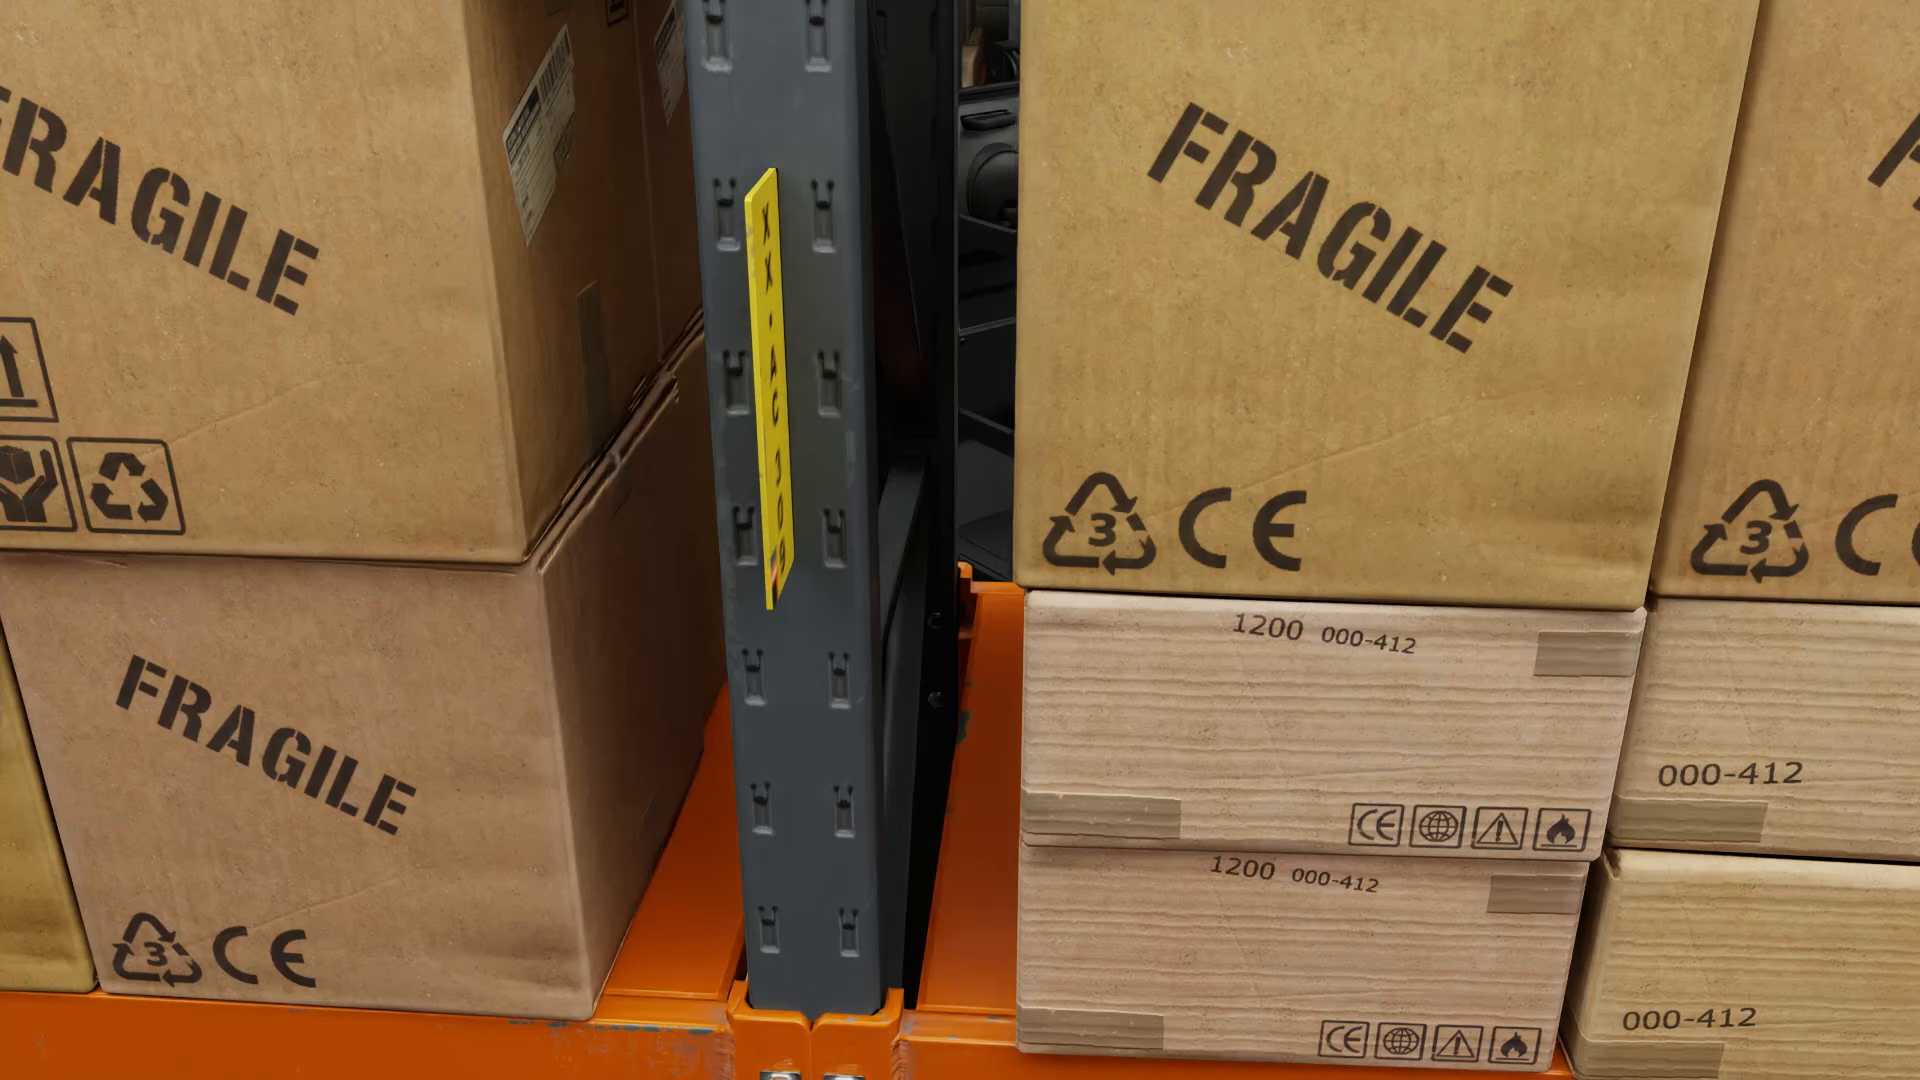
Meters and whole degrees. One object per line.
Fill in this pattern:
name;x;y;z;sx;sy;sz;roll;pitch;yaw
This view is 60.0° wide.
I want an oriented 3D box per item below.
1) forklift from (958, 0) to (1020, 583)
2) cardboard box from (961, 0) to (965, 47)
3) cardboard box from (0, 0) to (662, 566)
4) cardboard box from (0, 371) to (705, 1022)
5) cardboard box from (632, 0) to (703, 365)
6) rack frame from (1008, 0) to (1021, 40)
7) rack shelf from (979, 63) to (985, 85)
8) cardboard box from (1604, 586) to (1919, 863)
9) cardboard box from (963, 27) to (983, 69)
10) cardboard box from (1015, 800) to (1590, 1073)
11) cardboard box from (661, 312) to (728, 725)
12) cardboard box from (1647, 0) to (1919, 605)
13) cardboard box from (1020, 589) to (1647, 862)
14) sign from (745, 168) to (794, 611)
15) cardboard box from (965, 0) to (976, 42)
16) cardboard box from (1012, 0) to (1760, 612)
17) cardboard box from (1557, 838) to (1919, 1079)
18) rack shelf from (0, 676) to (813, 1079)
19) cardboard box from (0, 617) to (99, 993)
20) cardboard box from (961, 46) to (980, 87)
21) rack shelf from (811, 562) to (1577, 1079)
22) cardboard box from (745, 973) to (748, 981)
forklift;0.440;-1.085;4.602;1.130;2.935;3.031;-18;30;-34
cardboard box;-0.254;-1.965;6.255;0.500;0.250;0.500;2;25;5
cardboard box;-0.595;-0.314;1.528;0.500;0.500;0.500;2;25;4
cardboard box;-0.585;0.132;1.755;0.500;0.500;0.500;2;25;4
cardboard box;-0.560;-0.530;1.997;0.500;0.500;0.500;2;25;4
rack frame;0.273;-1.983;6.471;0.127;3.000;1.000;2;25;4
rack shelf;-1.721;-1.720;6.760;4.000;0.370;1.077;2;25;4
cardboard box;0.836;0.064;1.605;0.500;0.250;0.500;2;25;5
cardboard box;-0.042;-1.994;6.795;0.250;0.149;0.380;2;25;4
cardboard box;0.315;0.278;1.736;0.500;0.250;0.500;1;25;3
cardboard box;-0.551;-0.084;2.224;0.500;0.500;0.500;3;25;6
cardboard box;0.823;-0.275;1.444;0.500;0.500;0.500;2;25;4
cardboard box;0.314;0.059;1.616;0.500;0.250;0.500;1;25;2
sign;-0.144;-0.112;1.274;0.005;0.325;0.100;2;25;4
cardboard box;-0.200;-2.178;6.719;0.500;0.250;0.500;2;25;3
cardboard box;0.313;-0.280;1.454;0.500;0.500;0.500;2;25;5
cardboard box;0.831;0.294;1.702;0.500;0.250;0.500;1;25;3
rack shelf;-2.098;0.349;2.264;4.000;0.370;1.077;2;25;4
cardboard box;-1.099;0.118;1.785;0.500;0.500;0.500;1;25;3
cardboard box;-0.064;-1.774;6.317;0.250;0.149;0.380;2;25;5
rack shelf;1.891;0.477;1.986;4.000;0.370;1.077;2;25;4
cardboard box;-0.721;0.994;2.563;0.875;0.438;0.875;1;25;3
